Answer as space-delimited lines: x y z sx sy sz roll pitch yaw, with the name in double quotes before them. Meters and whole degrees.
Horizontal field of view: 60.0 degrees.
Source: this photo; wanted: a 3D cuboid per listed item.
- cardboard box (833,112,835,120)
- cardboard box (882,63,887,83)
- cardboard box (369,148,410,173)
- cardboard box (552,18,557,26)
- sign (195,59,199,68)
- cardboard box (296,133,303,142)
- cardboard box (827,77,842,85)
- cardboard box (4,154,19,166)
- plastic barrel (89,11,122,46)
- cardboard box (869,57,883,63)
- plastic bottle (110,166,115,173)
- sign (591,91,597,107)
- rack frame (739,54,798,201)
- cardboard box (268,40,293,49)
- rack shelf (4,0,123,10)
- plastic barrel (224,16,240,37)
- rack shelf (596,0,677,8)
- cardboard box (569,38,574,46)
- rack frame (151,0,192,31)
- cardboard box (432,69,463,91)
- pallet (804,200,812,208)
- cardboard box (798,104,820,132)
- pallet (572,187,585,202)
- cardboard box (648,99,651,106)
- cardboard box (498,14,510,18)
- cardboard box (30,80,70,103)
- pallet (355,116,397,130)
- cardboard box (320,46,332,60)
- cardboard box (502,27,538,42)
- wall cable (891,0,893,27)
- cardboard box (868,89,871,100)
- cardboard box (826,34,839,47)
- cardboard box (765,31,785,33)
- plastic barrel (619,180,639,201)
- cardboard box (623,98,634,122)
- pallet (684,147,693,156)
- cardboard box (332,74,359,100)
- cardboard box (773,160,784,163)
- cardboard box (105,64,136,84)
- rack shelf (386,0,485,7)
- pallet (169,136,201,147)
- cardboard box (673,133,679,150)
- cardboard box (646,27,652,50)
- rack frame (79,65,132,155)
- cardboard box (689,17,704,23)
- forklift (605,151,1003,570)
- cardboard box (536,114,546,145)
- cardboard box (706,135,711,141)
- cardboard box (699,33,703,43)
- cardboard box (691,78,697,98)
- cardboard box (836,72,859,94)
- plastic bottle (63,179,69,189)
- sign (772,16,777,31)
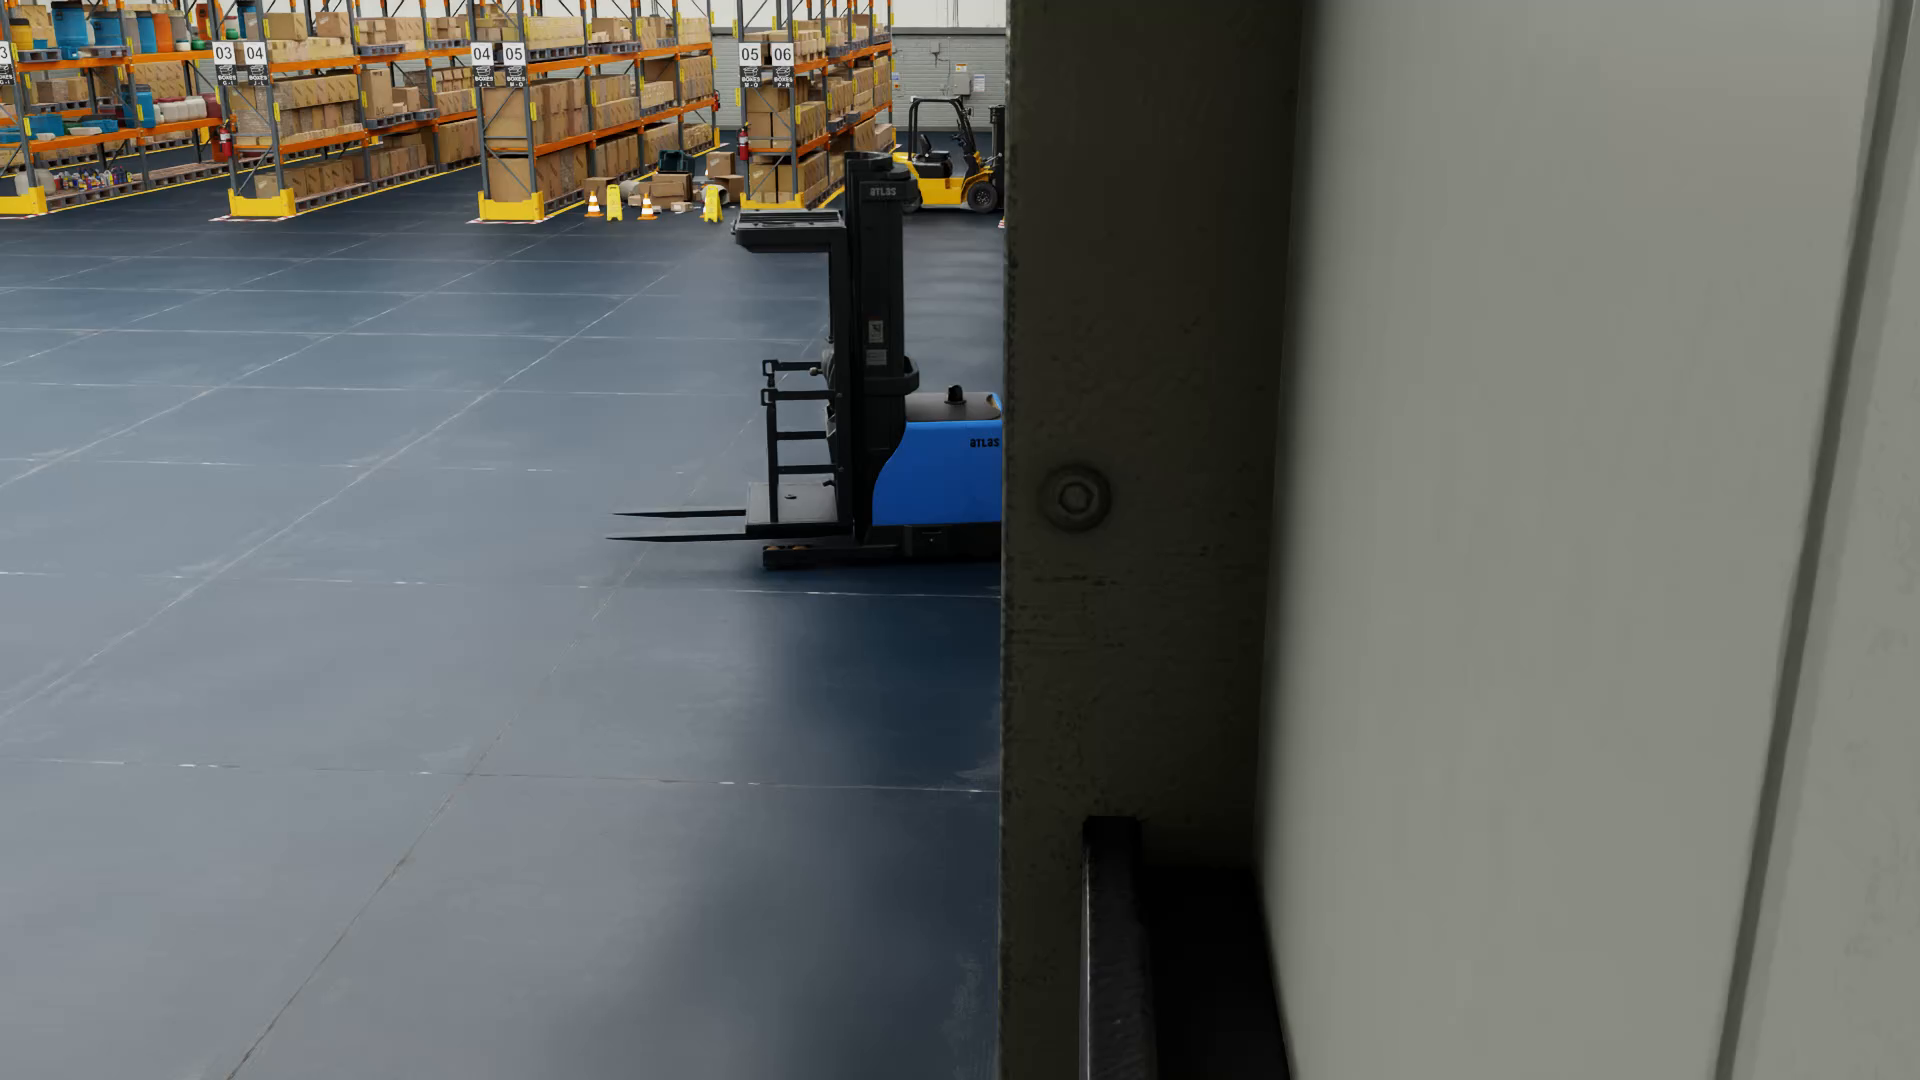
"cardboard box" -2.866 -9.010 35.331 0.380 0.149 0.250 2 18 5
"cardboard box" -2.231 -12.465 44.382 0.500 0.500 0.500 1 18 4
"cardboard box" -12.934 -8.615 37.705 0.700 0.500 0.500 3 18 9
"cardboard box" -8.027 -10.027 32.178 0.380 0.149 0.250 2 18 5
"sign" -21.600 -13.540 47.060 0.100 0.325 0.005 1 18 4
"cardboard box" -13.093 -7.863 32.505 0.380 0.149 0.250 1 18 4
"cardboard box" -2.797 -10.112 36.612 0.380 0.149 0.250 0 18 1
"cardboard box" -22.554 -8.937 39.122 0.500 0.250 0.500 1 18 3
"plastic barrel" -18.252 -10.846 35.583 0.600 0.901 0.708 1 18 4
"cardboard box" -2.250 -12.732 44.153 0.380 0.149 0.250 2 18 5
"plastic bottle" -17.975 -7.766 35.355 0.144 0.351 0.185 1 18 4
"sign" -7.638 -9.204 34.676 0.100 0.325 0.005 1 18 4
"rack frame" -3.534 -7.445 30.827 1.000 3.000 0.127 1 18 4
"cardboard box" -13.067 -9.533 31.982 0.380 0.149 0.250 2 18 6
"rack shelf" -18.216 -10.717 32.975 1.077 0.370 4.000 1 18 4
"plastic barrel" -17.809 -12.505 40.559 0.433 0.535 0.433 0 18 0
"rack shelf" -7.762 -12.949 39.787 1.077 0.370 4.000 1 18 4
"cardboard box" -7.952 -9.961 33.258 0.380 0.149 0.250 1 18 4
"rack frame" -22.152 -15.709 46.412 1.000 3.000 0.127 1 18 4
"cardboard box" -12.686 -11.313 40.859 0.797 0.503 0.637 2 18 6
"pallet" -3.435 -6.395 32.101 1.003 0.211 1.213 1 18 4
"cardboard box" -3.094 -8.411 33.138 0.500 0.500 0.500 2 18 5
"pallet" -8.324 -7.207 34.579 1.003 0.211 1.213 1 18 4
"cardboard box" -7.616 -10.474 39.801 0.380 0.149 0.250 2 18 6
"cardboard box" -12.340 -13.684 44.054 0.700 0.500 0.500 2 18 6
"cardboard box" -22.537 -11.098 41.141 0.700 0.500 0.500 5 19 14
"pallet" -12.932 -9.052 36.038 1.003 0.211 1.213 1 18 4
"cardboard box" -12.983 -9.795 33.422 0.500 0.250 0.500 1 18 4
"cardboard box" -8.188 -9.411 30.937 0.500 0.250 0.500 1 18 4
"wall cable" -2.260 -17.038 50.469 0.463 3.000 0.029 1 18 4
"cardboard box" -2.491 -11.041 41.238 0.500 0.250 0.500 2 18 5
"cardboard box" -2.806 -10.414 34.636 0.500 0.250 0.500 1 18 2
"cardboard box" -3.634 -9.876 32.552 0.380 0.149 0.250 1 18 3
"plastic barrel" -6.743 -7.156 34.081 0.512 0.421 0.421 17 25 41
"cardboard box" -7.707 -9.756 37.718 0.500 0.500 0.500 1 18 4
"pallet" -7.606 -10.135 43.516 1.003 0.211 1.213 1 18 4
"cardboard box" -12.890 -9.427 34.631 0.500 0.500 0.500 1 18 4
"cardboard box" -3.703 -7.111 32.345 0.500 0.500 0.500 2 18 6
"cardboard box" -22.125 -12.278 43.811 0.500 0.500 0.500 2 18 5
"rack shelf" -12.702 -13.091 40.221 1.077 0.370 4.000 1 18 4
"pallet" -22.214 -11.261 46.953 1.003 0.211 1.213 1 18 4
"cardboard box" -7.420 -10.027 42.048 0.500 0.500 0.500 1 18 3
"cardboard box" -7.570 -11.809 39.166 0.500 0.500 0.500 1 18 4
"rack frame" -22.439 -11.616 43.555 1.000 3.000 0.127 1 18 4
"cardboard box" -7.156 -14.090 45.087 0.380 0.149 0.250 2 18 5
"forklift" -1.147 -1.348 12.330 3.031 2.935 1.130 -2 18 -6
"cardboard box" -8.480 -7.883 31.923 0.875 0.550 0.550 1 18 4
"cardboard box" -7.079 -11.088 45.849 0.380 0.149 0.250 2 18 6
"cardboard box" -7.179 -13.388 44.388 0.500 0.250 0.500 2 18 6
"cardboard box" -7.231 -11.898 43.777 0.500 0.500 0.500 1 18 3
"cardboard box" -2.655 -10.754 39.160 0.500 0.500 0.500 1 18 4
"plastic bottle" -18.483 -7.360 34.355 0.097 0.201 0.097 0 18 0
"sign" -3.801 -10.557 34.044 0.100 0.325 0.005 1 18 4
